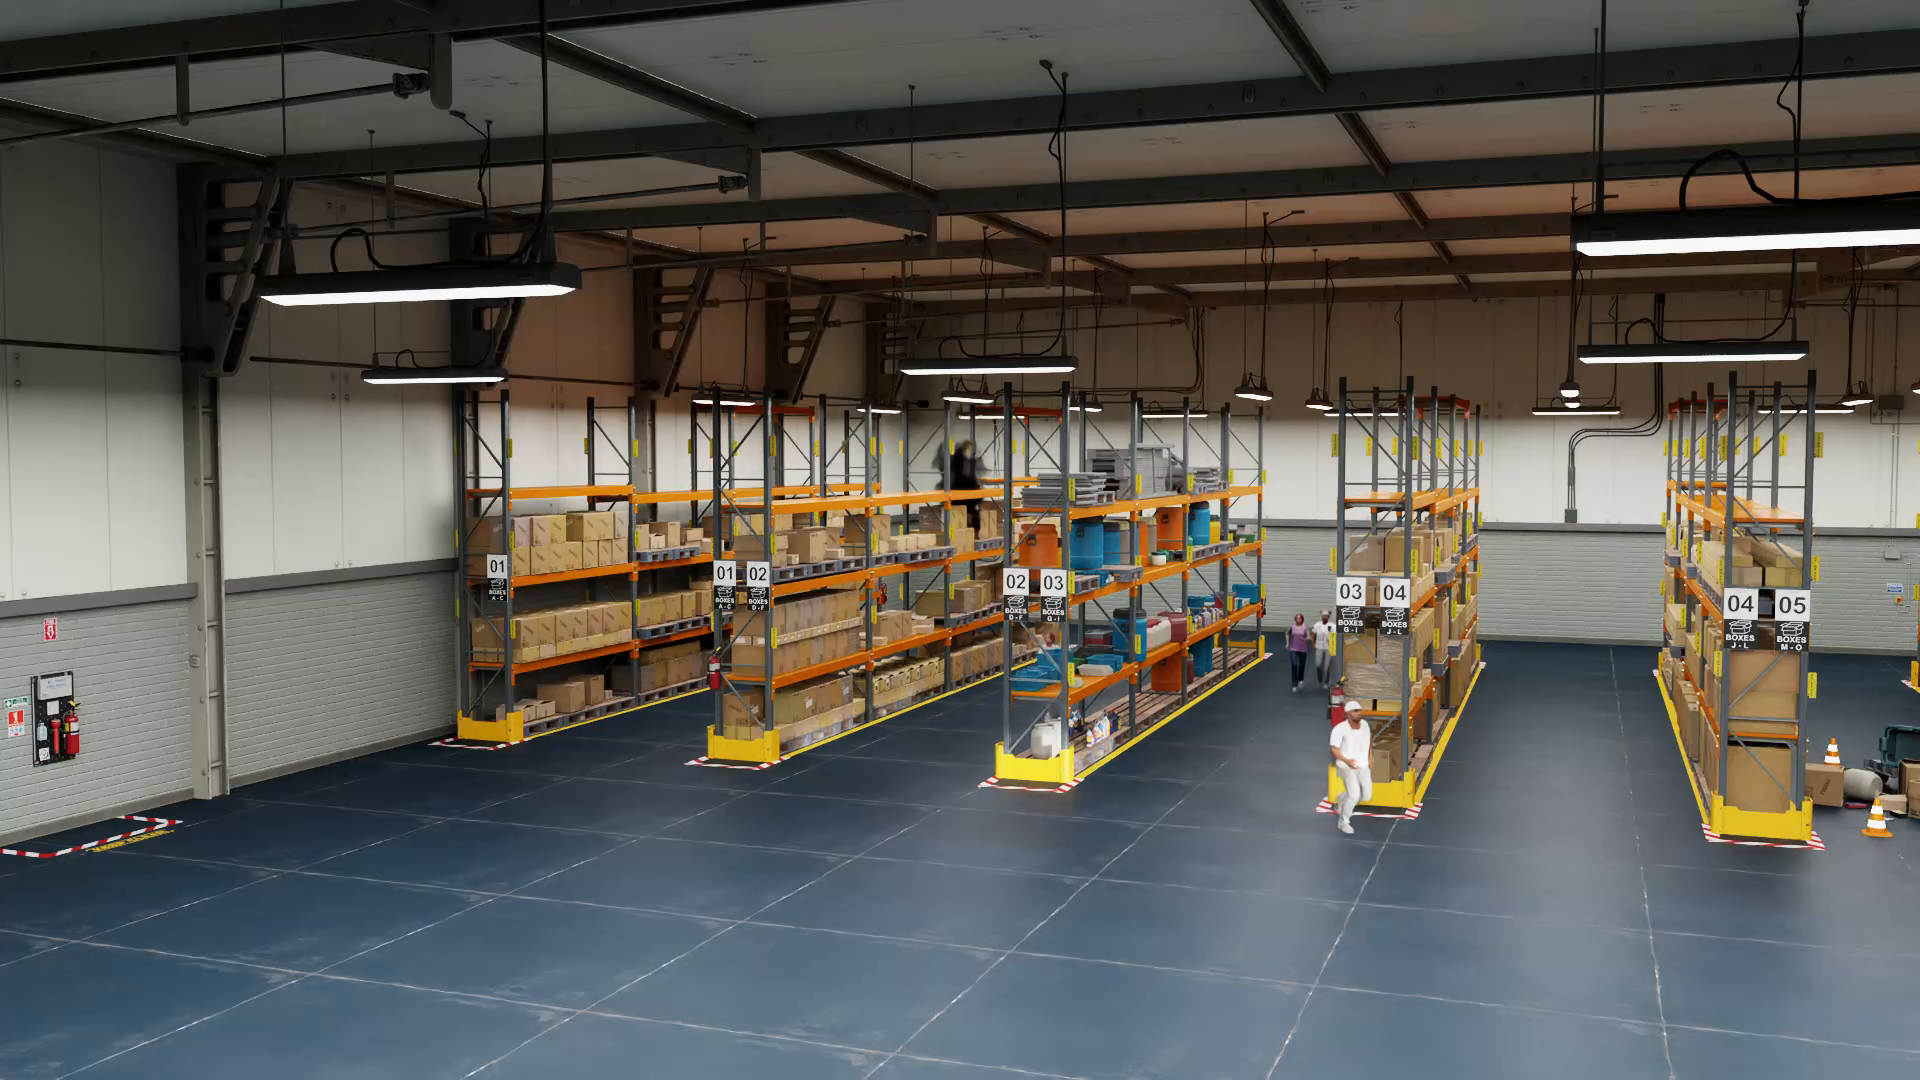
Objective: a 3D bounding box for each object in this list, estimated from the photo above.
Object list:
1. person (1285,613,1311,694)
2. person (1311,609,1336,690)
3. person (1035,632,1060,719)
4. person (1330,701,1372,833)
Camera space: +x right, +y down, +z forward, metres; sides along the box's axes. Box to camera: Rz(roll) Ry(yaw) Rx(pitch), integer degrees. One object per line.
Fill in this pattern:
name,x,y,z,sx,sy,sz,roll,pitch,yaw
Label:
person,6.946,2.307,34.146,0.519,1.626,0.797,1,3,9
person,7.539,2.267,34.349,0.634,1.695,0.577,1,3,21
person,1.673,2.503,30.993,0.552,1.575,0.819,1,3,19
person,5.138,2.953,21.746,0.722,1.729,0.657,-1,3,-25
